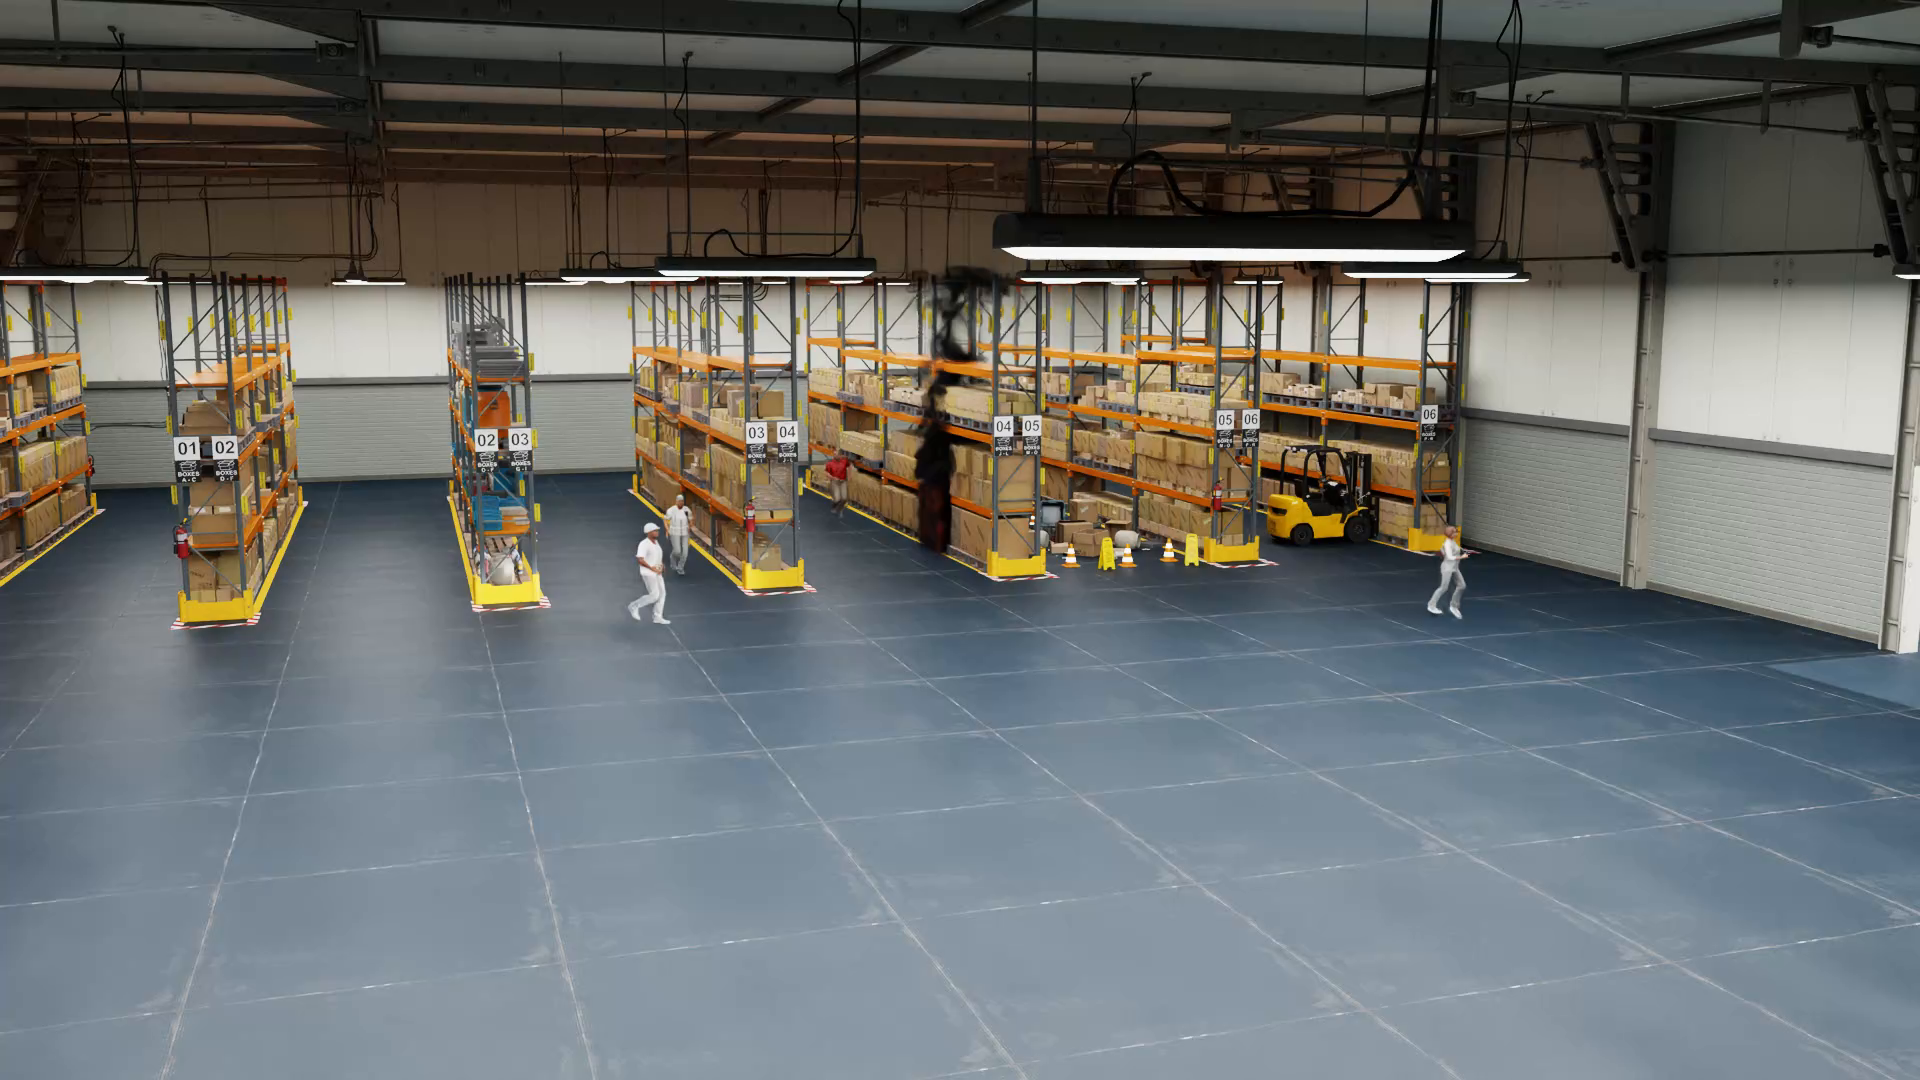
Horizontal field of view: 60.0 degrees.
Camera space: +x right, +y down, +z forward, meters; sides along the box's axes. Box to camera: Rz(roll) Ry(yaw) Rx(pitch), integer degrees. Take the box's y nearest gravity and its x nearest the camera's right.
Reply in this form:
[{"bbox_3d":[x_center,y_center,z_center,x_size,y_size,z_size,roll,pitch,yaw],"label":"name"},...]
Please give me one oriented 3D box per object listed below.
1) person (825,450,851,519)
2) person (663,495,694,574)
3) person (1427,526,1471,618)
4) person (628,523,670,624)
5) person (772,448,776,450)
[{"bbox_3d":[-2.940,-1.338,40.376,0.687,1.707,0.767,-2,9,-14],"label":"person"},{"bbox_3d":[-5.628,-0.106,33.438,0.592,1.616,0.580,-4,9,-23],"label":"person"},{"bbox_3d":[8.565,0.567,29.087,0.702,1.627,0.507,6,10,35],"label":"person"},{"bbox_3d":[-5.338,0.574,28.564,0.720,1.754,0.726,2,9,11],"label":"person"},{"bbox_3d":[-5.644,-2.439,48.839,0.647,1.627,0.828,7,11,39],"label":"person"}]
